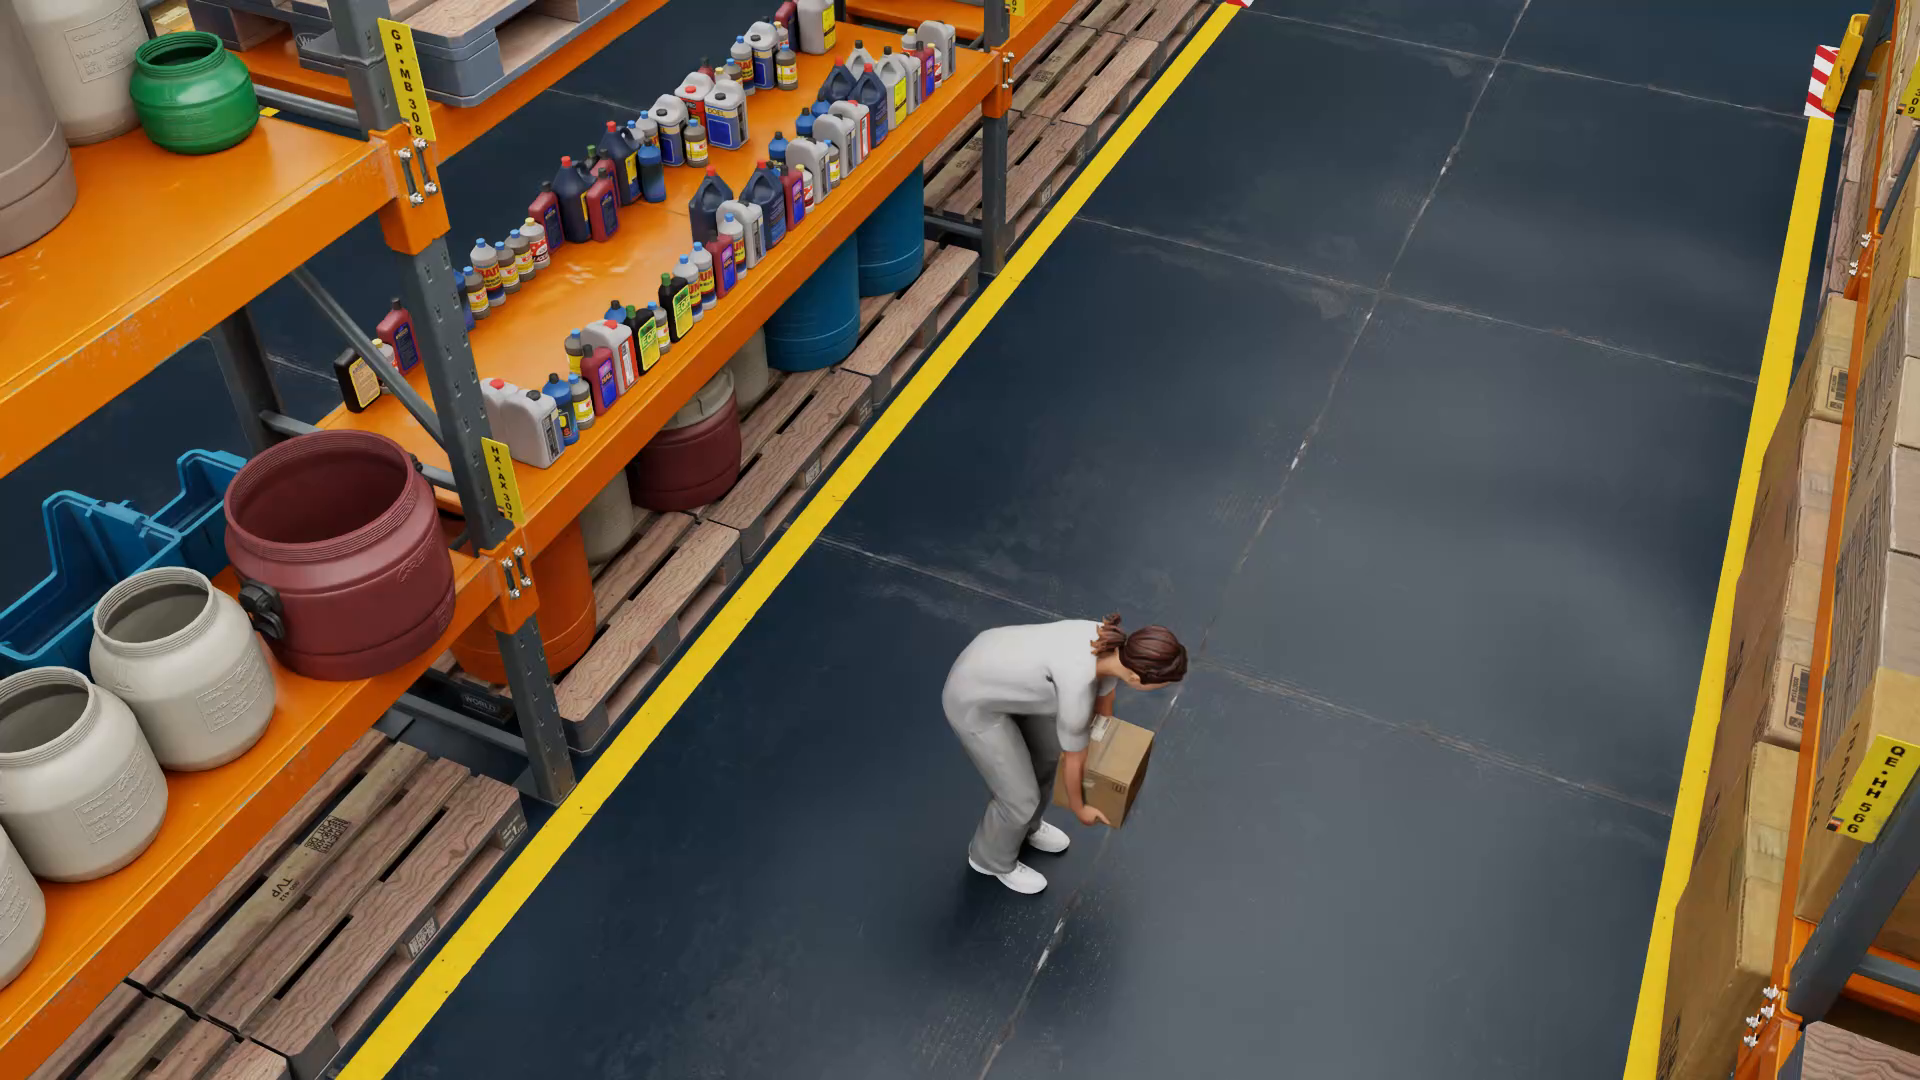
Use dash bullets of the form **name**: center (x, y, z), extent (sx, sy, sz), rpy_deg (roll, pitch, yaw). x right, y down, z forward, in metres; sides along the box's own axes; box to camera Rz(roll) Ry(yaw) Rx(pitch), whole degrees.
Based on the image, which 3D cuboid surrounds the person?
- **person**: center (0.336, 0.706, 5.650), extent (0.801, 1.318, 0.415), rpy_deg (16, 45, 17)
